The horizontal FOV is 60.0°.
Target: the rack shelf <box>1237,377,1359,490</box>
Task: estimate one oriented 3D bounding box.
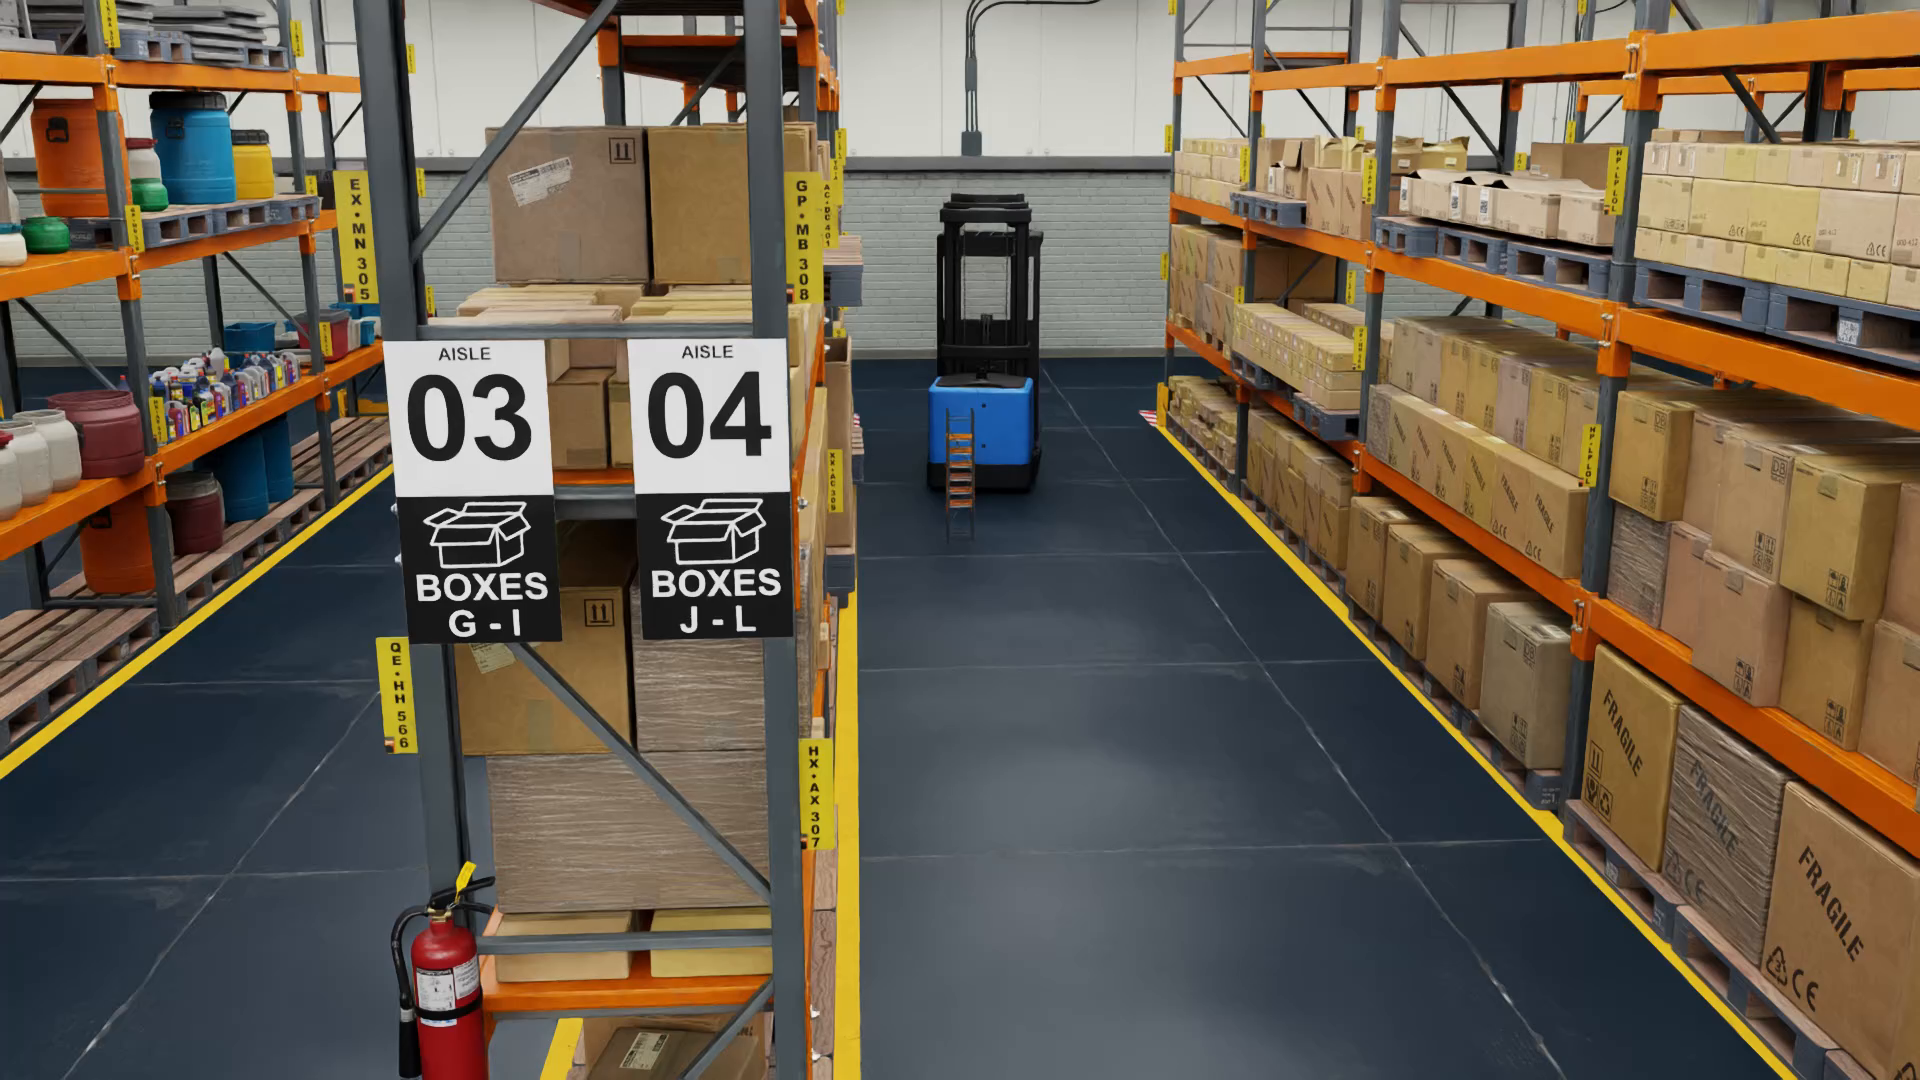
[{"bbox_3d":[3.400,-1.065,14.588,1.077,0.370,4.000,-1,14,-3],"label":"rack shelf"}]

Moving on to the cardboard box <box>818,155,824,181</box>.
[{"bbox_3d":[-1.175,-1.928,9.430,0.797,0.503,0.637,0,14,-1],"label":"cardboard box"}]

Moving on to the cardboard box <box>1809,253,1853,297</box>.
[{"bbox_3d":[3.549,-1.029,6.449,0.380,0.149,0.250,-1,14,-3],"label":"cardboard box"}]

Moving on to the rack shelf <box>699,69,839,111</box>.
[{"bbox_3d":[-1.557,-3.725,13.690,1.077,0.370,4.000,-1,14,-3],"label":"rack shelf"}]

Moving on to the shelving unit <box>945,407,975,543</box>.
[{"bbox_3d":[0.001,-0.577,14.863,0.258,1.200,0.189,-1,14,-3],"label":"shelving unit"}]

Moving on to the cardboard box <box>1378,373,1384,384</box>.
[{"bbox_3d":[3.645,-1.313,13.769,0.380,0.149,0.250,0,14,-1],"label":"cardboard box"}]

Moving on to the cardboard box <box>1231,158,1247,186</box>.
[{"bbox_3d":[2.993,-3.643,16.445,0.500,0.250,0.500,-2,15,-6],"label":"cardboard box"}]

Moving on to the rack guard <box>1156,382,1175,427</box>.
[{"bbox_3d":[3.033,-1.676,20.536,1.175,0.500,0.348,-1,14,-3],"label":"rack guard"}]

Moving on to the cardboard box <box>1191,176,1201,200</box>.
[{"bbox_3d":[2.874,-3.911,18.487,0.500,0.250,0.500,-1,14,-5],"label":"cardboard box"}]

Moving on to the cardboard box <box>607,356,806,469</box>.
[{"bbox_3d":[-0.709,-0.378,4.758,0.500,0.250,0.500,0,14,-2],"label":"cardboard box"}]

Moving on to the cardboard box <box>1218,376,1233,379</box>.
[{"bbox_3d":[3.314,-1.888,20.030,0.380,0.149,0.250,-1,14,-3],"label":"cardboard box"}]

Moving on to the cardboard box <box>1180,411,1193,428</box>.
[{"bbox_3d":[2.767,-1.402,19.333,0.380,0.149,0.250,-1,14,-3],"label":"cardboard box"}]

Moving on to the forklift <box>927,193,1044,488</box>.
[{"bbox_3d":[0.324,-2.259,17.925,1.130,2.935,3.031,1,14,5],"label":"forklift"}]

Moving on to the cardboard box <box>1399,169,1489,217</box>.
[{"bbox_3d":[3.349,-2.393,11.424,0.500,0.311,0.500,-1,14,-3],"label":"cardboard box"}]

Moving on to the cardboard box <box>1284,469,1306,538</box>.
[{"bbox_3d":[3.144,-0.328,14.457,0.500,0.500,0.500,-2,15,-6],"label":"cardboard box"}]

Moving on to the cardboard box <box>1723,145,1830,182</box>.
[{"bbox_3d":[3.503,-1.604,7.083,0.380,0.149,0.250,-1,14,-4],"label":"cardboard box"}]

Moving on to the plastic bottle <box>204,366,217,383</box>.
[{"bbox_3d":[-6.830,-1.481,15.160,0.097,0.201,0.097,0,14,0],"label":"plastic bottle"}]

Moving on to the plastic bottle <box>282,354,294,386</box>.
[{"bbox_3d":[-6.218,-1.576,15.366,0.061,0.283,0.133,-1,14,-3],"label":"plastic bottle"}]

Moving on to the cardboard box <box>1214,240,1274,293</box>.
[{"bbox_3d":[2.939,-2.828,17.195,0.500,0.500,0.500,-1,14,-5],"label":"cardboard box"}]

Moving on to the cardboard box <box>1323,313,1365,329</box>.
[{"bbox_3d":[3.543,-1.987,15.196,0.380,0.149,0.250,-1,14,-4],"label":"cardboard box"}]

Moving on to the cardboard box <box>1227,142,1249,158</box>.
[{"bbox_3d":[2.900,-3.925,16.739,0.380,0.149,0.250,-1,14,-4],"label":"cardboard box"}]

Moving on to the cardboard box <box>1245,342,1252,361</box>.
[{"bbox_3d":[2.876,-1.756,15.492,0.380,0.149,0.250,-1,14,-3],"label":"cardboard box"}]

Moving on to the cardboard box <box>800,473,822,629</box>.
[{"bbox_3d":[-0.756,0.059,5.973,0.500,0.500,0.500,-1,14,-3],"label":"cardboard box"}]

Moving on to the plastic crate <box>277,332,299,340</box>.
[{"bbox_3d":[-7.032,-2.112,17.625,0.293,0.136,0.466,-1,14,-3],"label":"plastic crate"}]

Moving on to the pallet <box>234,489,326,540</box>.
[{"bbox_3d":[-6.618,-0.239,15.533,1.003,0.211,1.213,-1,14,-3],"label":"pallet"}]

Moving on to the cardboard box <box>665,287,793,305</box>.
[{"bbox_3d":[-0.728,-0.715,5.268,0.380,0.149,0.250,0,14,-1],"label":"cardboard box"}]

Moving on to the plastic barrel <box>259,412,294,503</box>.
[{"bbox_3d":[-6.608,-0.834,15.616,0.600,0.901,0.708,-1,14,-3],"label":"plastic barrel"}]

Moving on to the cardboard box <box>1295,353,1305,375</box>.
[{"bbox_3d":[2.986,-1.451,13.711,0.380,0.149,0.250,-1,14,-3],"label":"cardboard box"}]

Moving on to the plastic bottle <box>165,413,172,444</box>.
[{"bbox_3d":[-6.061,-0.867,12.635,0.097,0.271,0.097,0,14,0],"label":"plastic bottle"}]

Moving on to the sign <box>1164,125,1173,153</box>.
[{"bbox_3d":[2.486,-4.773,19.782,0.100,0.325,0.005,-1,14,-3],"label":"sign"}]

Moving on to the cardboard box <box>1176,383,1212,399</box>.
[{"bbox_3d":[2.746,-1.749,19.489,0.380,0.149,0.250,-1,14,-4],"label":"cardboard box"}]

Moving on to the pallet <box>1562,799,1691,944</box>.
[{"bbox_3d":[3.740,1.620,8.306,1.003,0.211,1.213,-1,14,-3],"label":"pallet"}]

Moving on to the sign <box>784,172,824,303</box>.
[{"bbox_3d":[-0.396,-0.759,4.182,0.100,0.325,0.005,-1,14,-3],"label":"sign"}]

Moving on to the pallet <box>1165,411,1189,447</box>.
[{"bbox_3d":[3.048,-1.333,19.784,1.003,0.211,1.213,-1,14,-3],"label":"pallet"}]

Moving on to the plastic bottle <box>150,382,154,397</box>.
[{"bbox_3d":[-6.886,-1.261,14.008,0.144,0.351,0.185,-1,14,-3],"label":"plastic bottle"}]

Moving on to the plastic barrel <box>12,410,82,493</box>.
[{"bbox_3d":[-6.100,-0.589,11.072,0.421,0.512,0.421,0,14,0],"label":"plastic barrel"}]

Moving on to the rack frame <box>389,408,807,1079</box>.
[{"bbox_3d":[-0.938,1.126,4.632,1.000,3.000,0.127,-1,14,-3],"label":"rack frame"}]

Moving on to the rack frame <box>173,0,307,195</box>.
[{"bbox_3d":[-6.624,-4.688,15.187,1.000,3.000,0.127,-1,14,-3],"label":"rack frame"}]

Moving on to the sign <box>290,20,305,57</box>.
[{"bbox_3d":[-6.075,-4.595,15.244,0.100,0.325,0.005,-1,14,-3],"label":"sign"}]

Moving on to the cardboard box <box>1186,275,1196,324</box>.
[{"bbox_3d":[2.856,-2.727,18.807,0.500,0.500,0.500,-1,14,-3],"label":"cardboard box"}]

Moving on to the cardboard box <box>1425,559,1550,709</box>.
[{"bbox_3d":[3.587,0.572,10.454,1.050,0.750,0.750,-1,14,-3],"label":"cardboard box"}]

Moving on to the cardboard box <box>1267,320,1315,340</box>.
[{"bbox_3d":[2.922,-1.854,14.678,0.380,0.149,0.250,0,14,-1],"label":"cardboard box"}]

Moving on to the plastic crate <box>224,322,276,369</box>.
[{"bbox_3d":[-6.994,-1.915,16.359,0.392,0.384,0.575,-1,14,-3],"label":"plastic crate"}]

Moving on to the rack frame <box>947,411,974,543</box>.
[{"bbox_3d":[0.007,-0.555,14.774,0.240,1.200,0.006,-1,14,-3],"label":"rack frame"}]

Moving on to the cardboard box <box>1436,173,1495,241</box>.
[{"bbox_3d":[3.754,-2.563,12.747,0.500,0.500,0.500,-1,14,-3],"label":"cardboard box"}]

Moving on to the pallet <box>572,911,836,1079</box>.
[{"bbox_3d":[-1.030,1.952,7.017,1.003,0.211,1.213,-1,14,-3],"label":"pallet"}]

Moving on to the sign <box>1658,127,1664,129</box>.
[{"bbox_3d":[8.505,-4.855,20.237,0.100,0.325,0.005,-1,14,-3],"label":"sign"}]

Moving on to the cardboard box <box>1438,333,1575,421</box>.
[{"bbox_3d":[3.608,-1.083,11.009,0.700,0.500,0.500,-1,14,-4],"label":"cardboard box"}]

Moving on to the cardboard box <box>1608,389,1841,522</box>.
[{"bbox_3d":[3.760,-0.424,8.186,0.875,0.550,0.550,-1,14,-3],"label":"cardboard box"}]

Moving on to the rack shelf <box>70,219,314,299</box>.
[{"bbox_3d":[-6.501,-2.389,13.717,1.077,0.370,4.000,-1,14,-3],"label":"rack shelf"}]

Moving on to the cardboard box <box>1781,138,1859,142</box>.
[{"bbox_3d":[7.975,-3.493,15.518,0.500,0.500,0.500,-1,14,-4],"label":"cardboard box"}]

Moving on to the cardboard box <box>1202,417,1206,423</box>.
[{"bbox_3d":[2.945,-1.412,18.777,0.380,0.149,0.250,0,14,-1],"label":"cardboard box"}]

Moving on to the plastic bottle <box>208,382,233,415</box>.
[{"bbox_3d":[-6.167,-1.185,13.861,0.152,0.276,0.135,-1,14,-3],"label":"plastic bottle"}]

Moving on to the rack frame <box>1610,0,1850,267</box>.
[{"bbox_3d":[3.771,-2.826,7.951,1.000,3.000,0.127,-1,14,-3],"label":"rack frame"}]
